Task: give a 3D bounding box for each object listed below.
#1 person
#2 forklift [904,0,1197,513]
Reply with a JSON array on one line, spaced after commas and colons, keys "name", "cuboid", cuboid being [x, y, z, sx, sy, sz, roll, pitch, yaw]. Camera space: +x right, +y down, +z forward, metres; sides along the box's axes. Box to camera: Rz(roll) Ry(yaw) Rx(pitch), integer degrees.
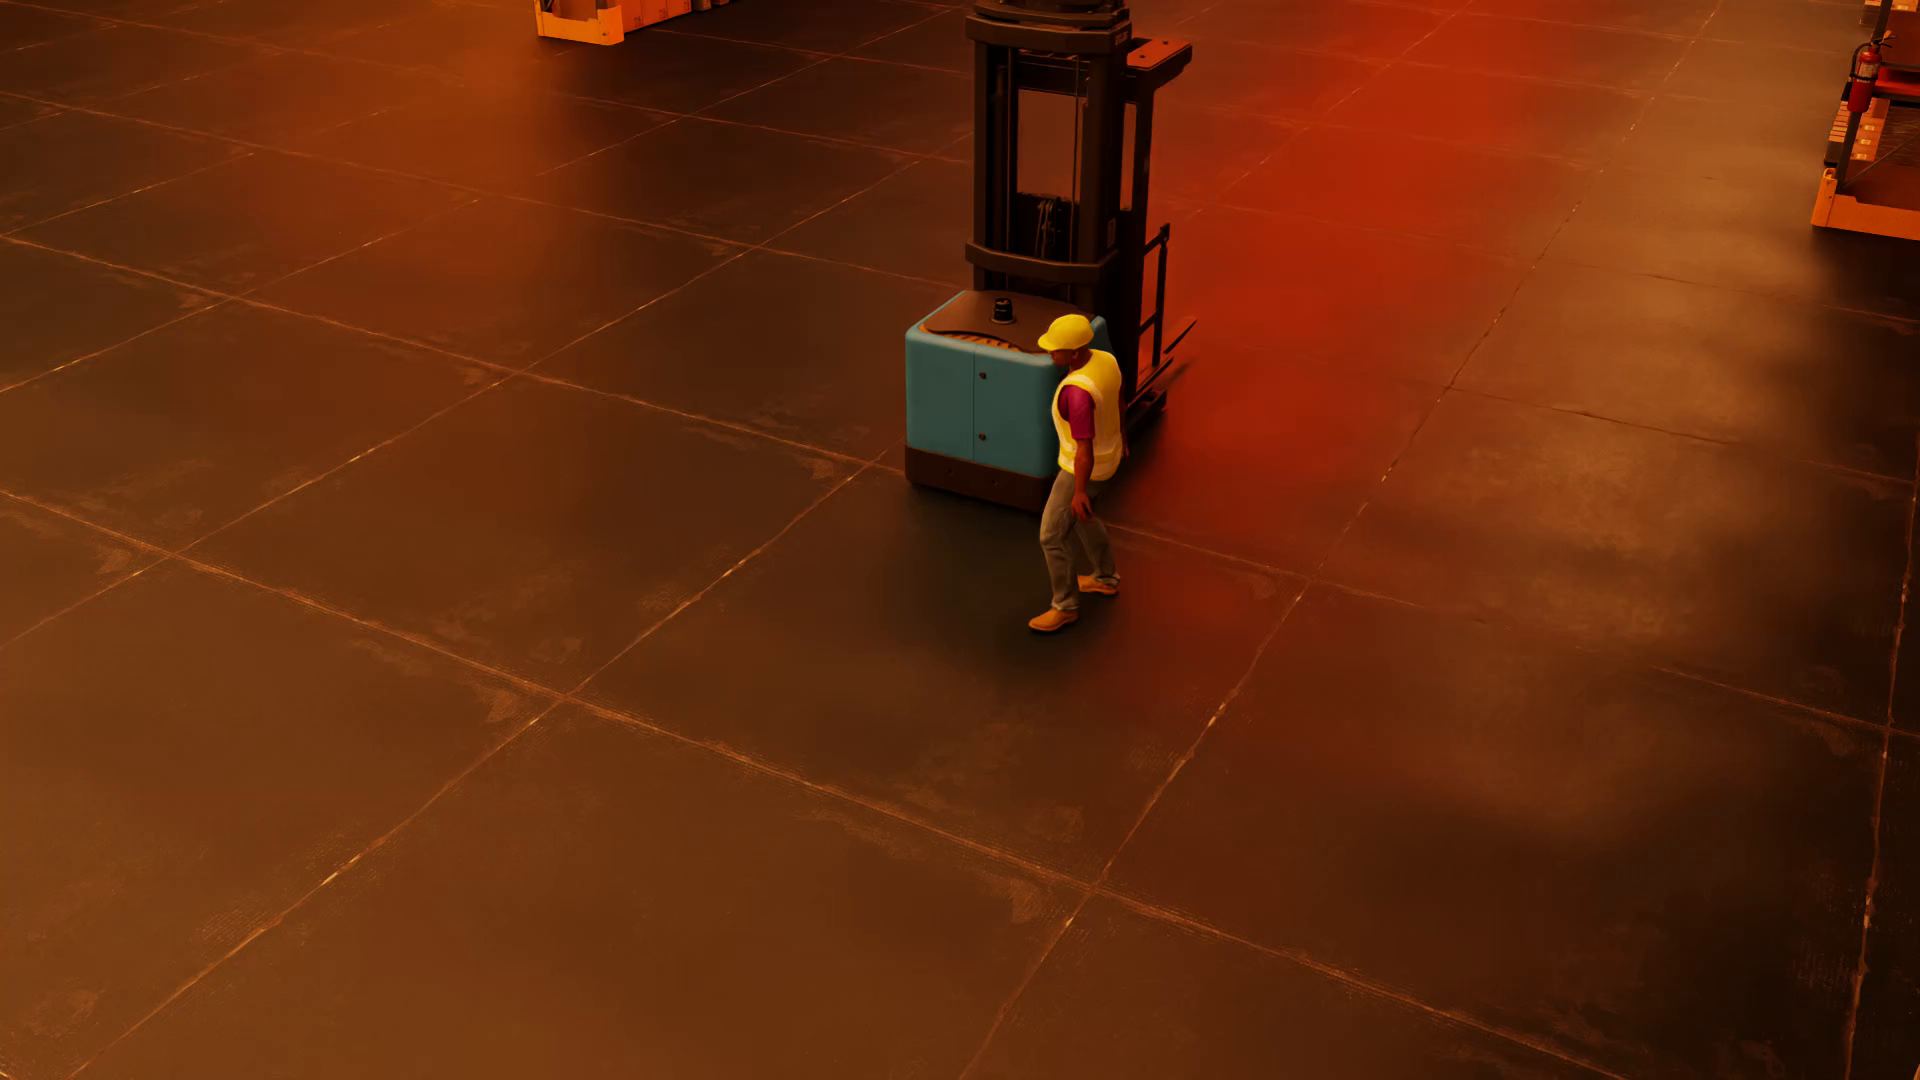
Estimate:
[{"name": "person", "cuboid": [0.653, -0.419, 9.012, 0.468, 1.733, 0.889, 10, 31, 17]}, {"name": "forklift", "cuboid": [0.777, -2.147, 10.791, 1.130, 2.935, 3.031, 15, 33, 23]}]
